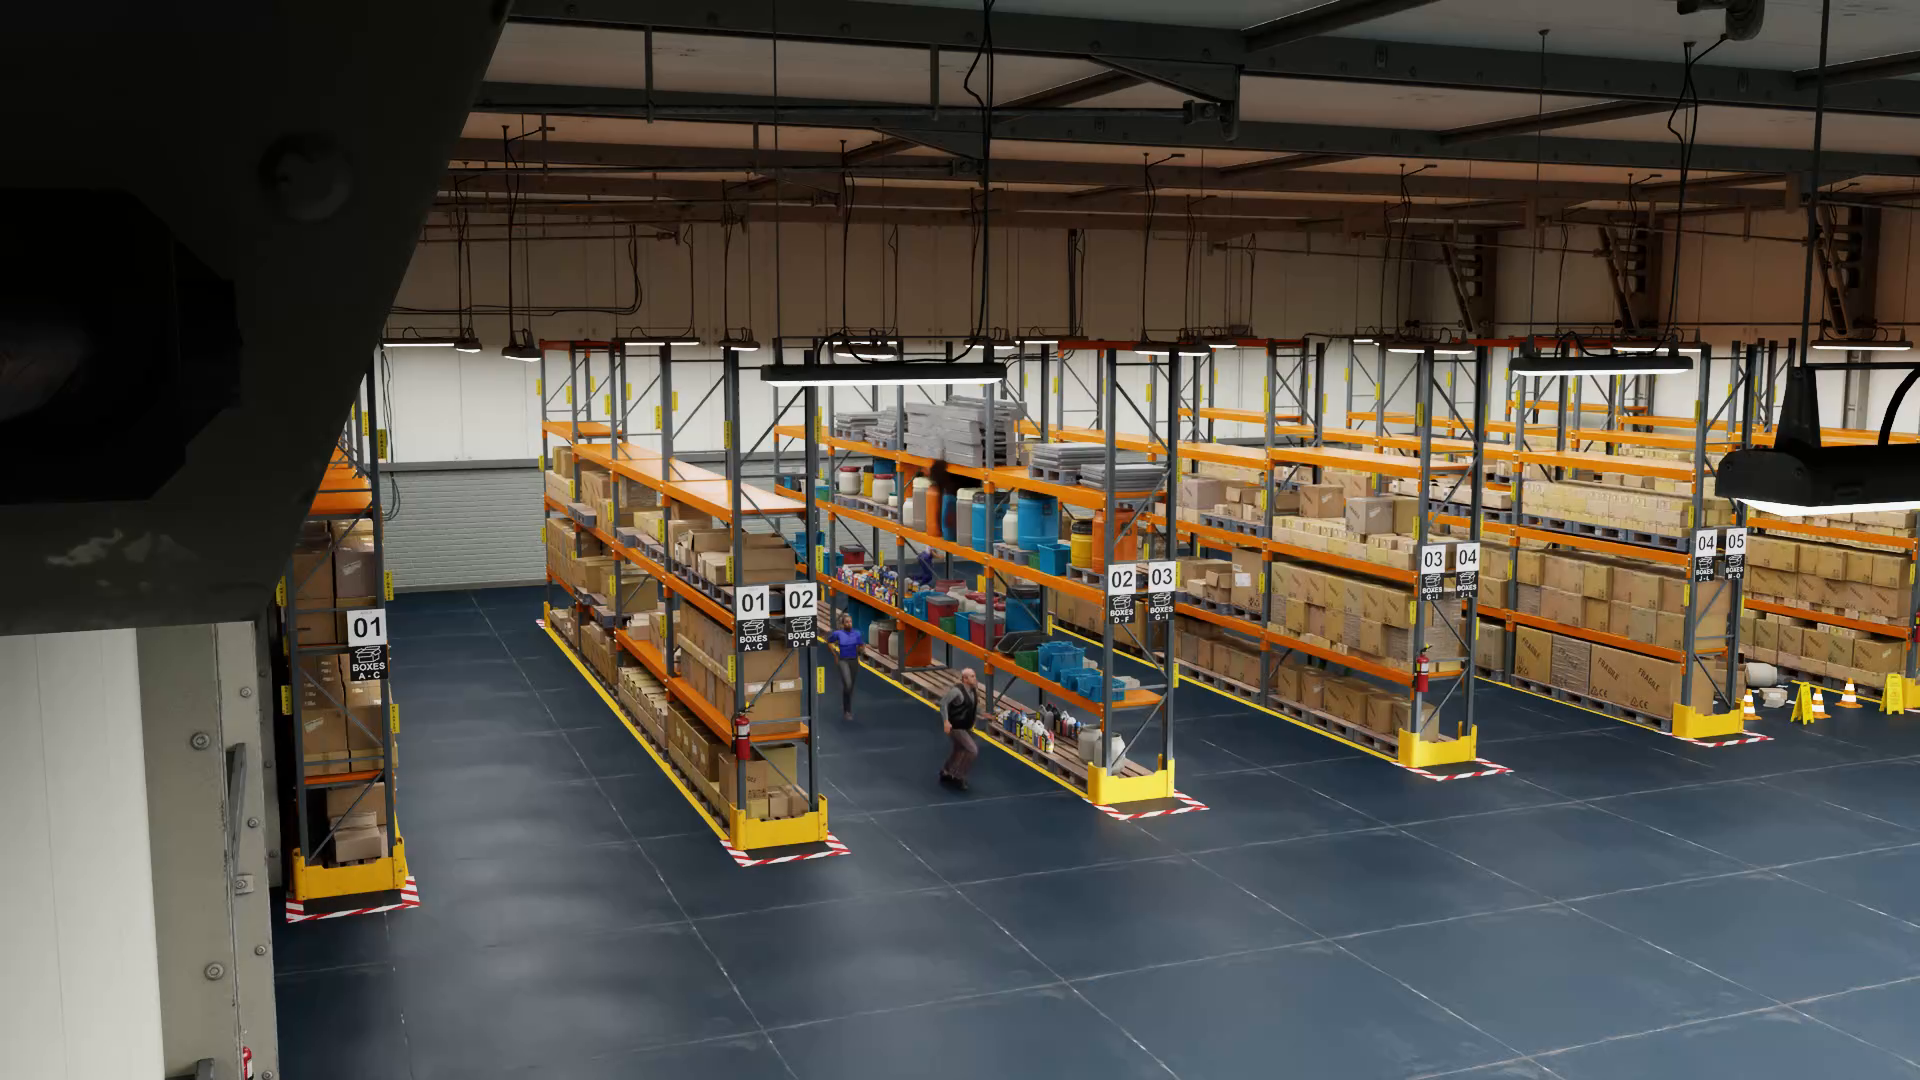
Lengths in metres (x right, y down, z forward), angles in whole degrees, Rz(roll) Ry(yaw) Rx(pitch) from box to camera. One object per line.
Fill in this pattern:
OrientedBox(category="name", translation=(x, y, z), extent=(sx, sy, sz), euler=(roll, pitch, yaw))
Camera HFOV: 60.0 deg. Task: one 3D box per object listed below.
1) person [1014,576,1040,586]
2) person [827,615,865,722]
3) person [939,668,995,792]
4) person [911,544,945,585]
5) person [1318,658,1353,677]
OrientedBox(category="person", translation=(1.407, 1.162, 33.286), extent=(0.562, 1.737, 0.747), euler=(-3, 8, -20))
OrientedBox(category="person", translation=(-1.811, 2.040, 26.763), extent=(0.579, 1.683, 0.744), euler=(-3, 8, -21))
OrientedBox(category="person", translation=(0.019, 2.571, 22.639), extent=(0.830, 1.700, 0.638), euler=(4, 9, 31))
OrientedBox(category="person", translation=(-0.765, 0.482, 39.421), extent=(0.801, 1.484, 0.628), euler=(0, 7, -3))
OrientedBox(category="person", translation=(6.749, 1.689, 29.514), extent=(0.713, 1.732, 1.030), euler=(-4, 8, -26))
